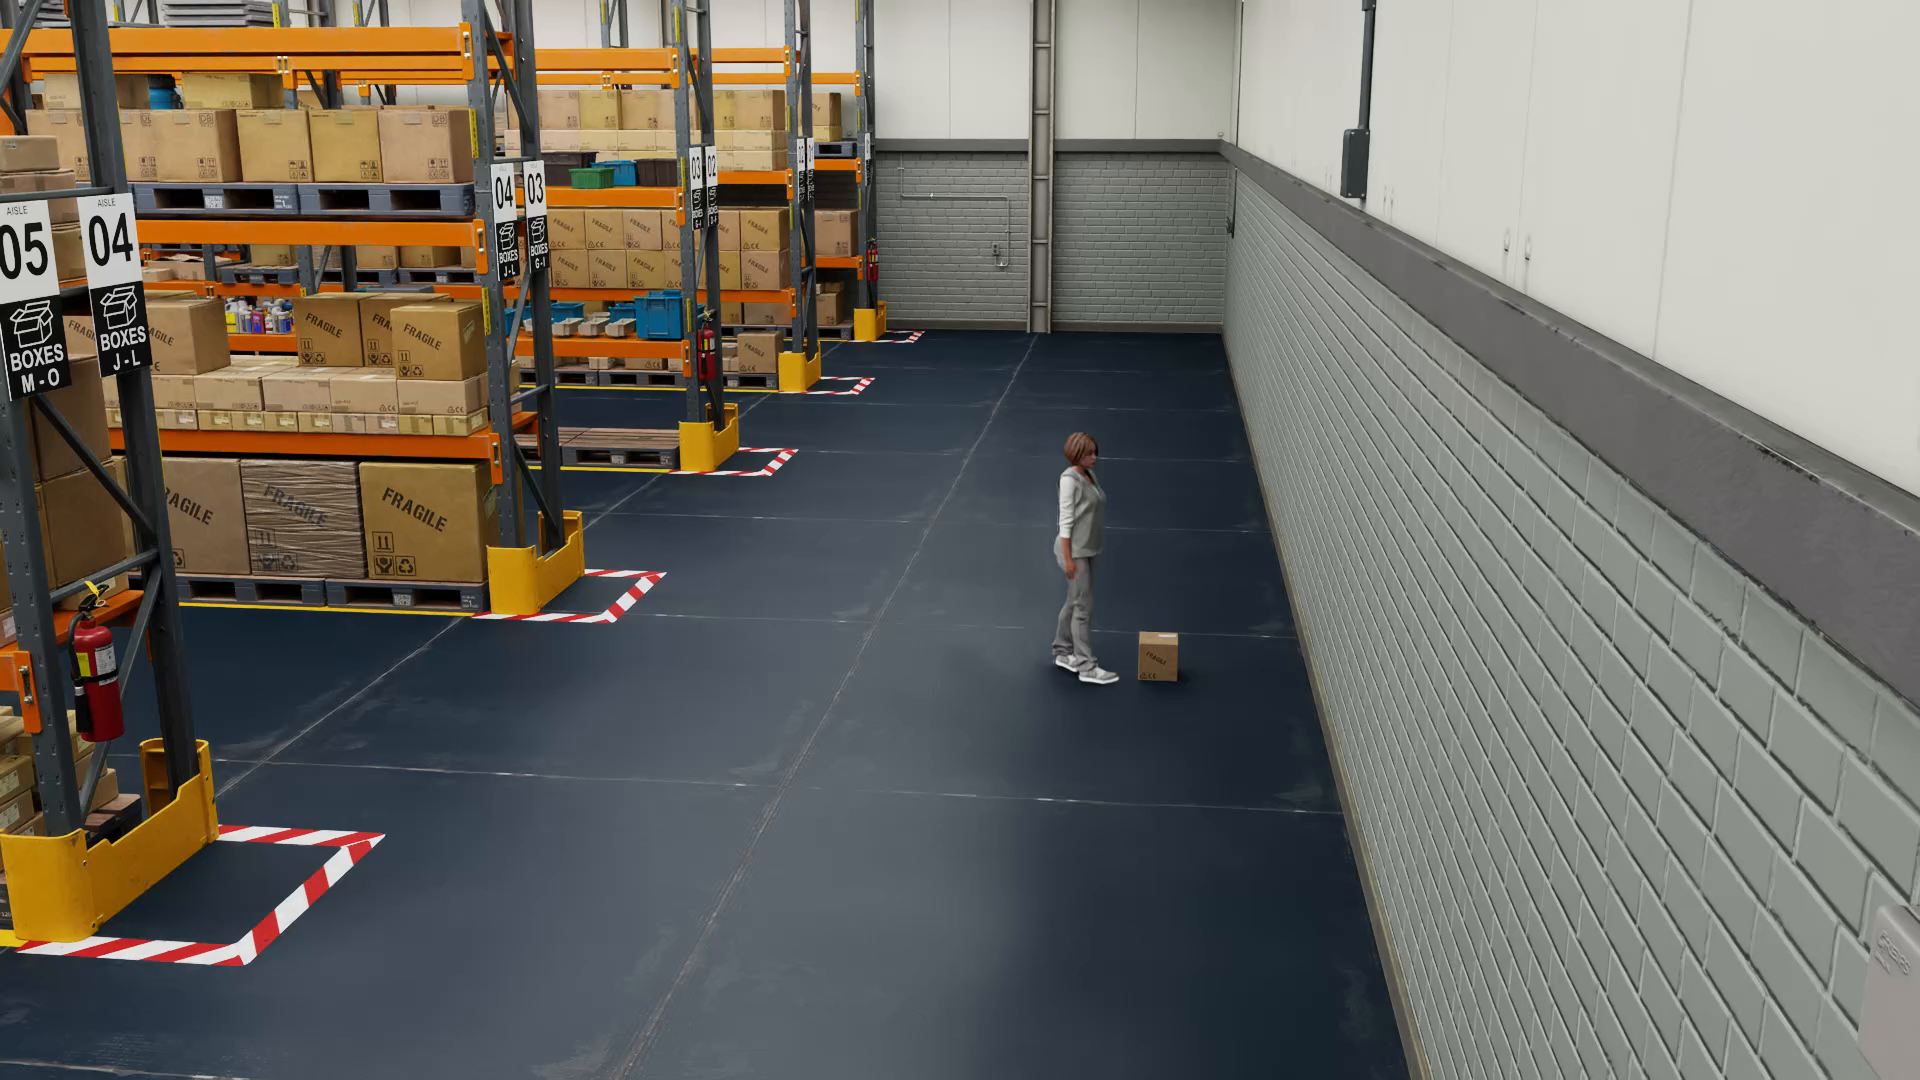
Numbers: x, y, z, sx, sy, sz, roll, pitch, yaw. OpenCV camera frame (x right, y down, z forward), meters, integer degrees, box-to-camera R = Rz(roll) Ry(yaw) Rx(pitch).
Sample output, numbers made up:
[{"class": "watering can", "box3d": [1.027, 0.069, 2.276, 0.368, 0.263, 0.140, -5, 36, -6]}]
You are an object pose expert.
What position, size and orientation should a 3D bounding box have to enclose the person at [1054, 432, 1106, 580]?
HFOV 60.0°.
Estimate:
[{"class": "person", "box3d": [0.758, -0.226, 10.566, 0.302, 0.937, 0.424, 7, 16, 25]}]
